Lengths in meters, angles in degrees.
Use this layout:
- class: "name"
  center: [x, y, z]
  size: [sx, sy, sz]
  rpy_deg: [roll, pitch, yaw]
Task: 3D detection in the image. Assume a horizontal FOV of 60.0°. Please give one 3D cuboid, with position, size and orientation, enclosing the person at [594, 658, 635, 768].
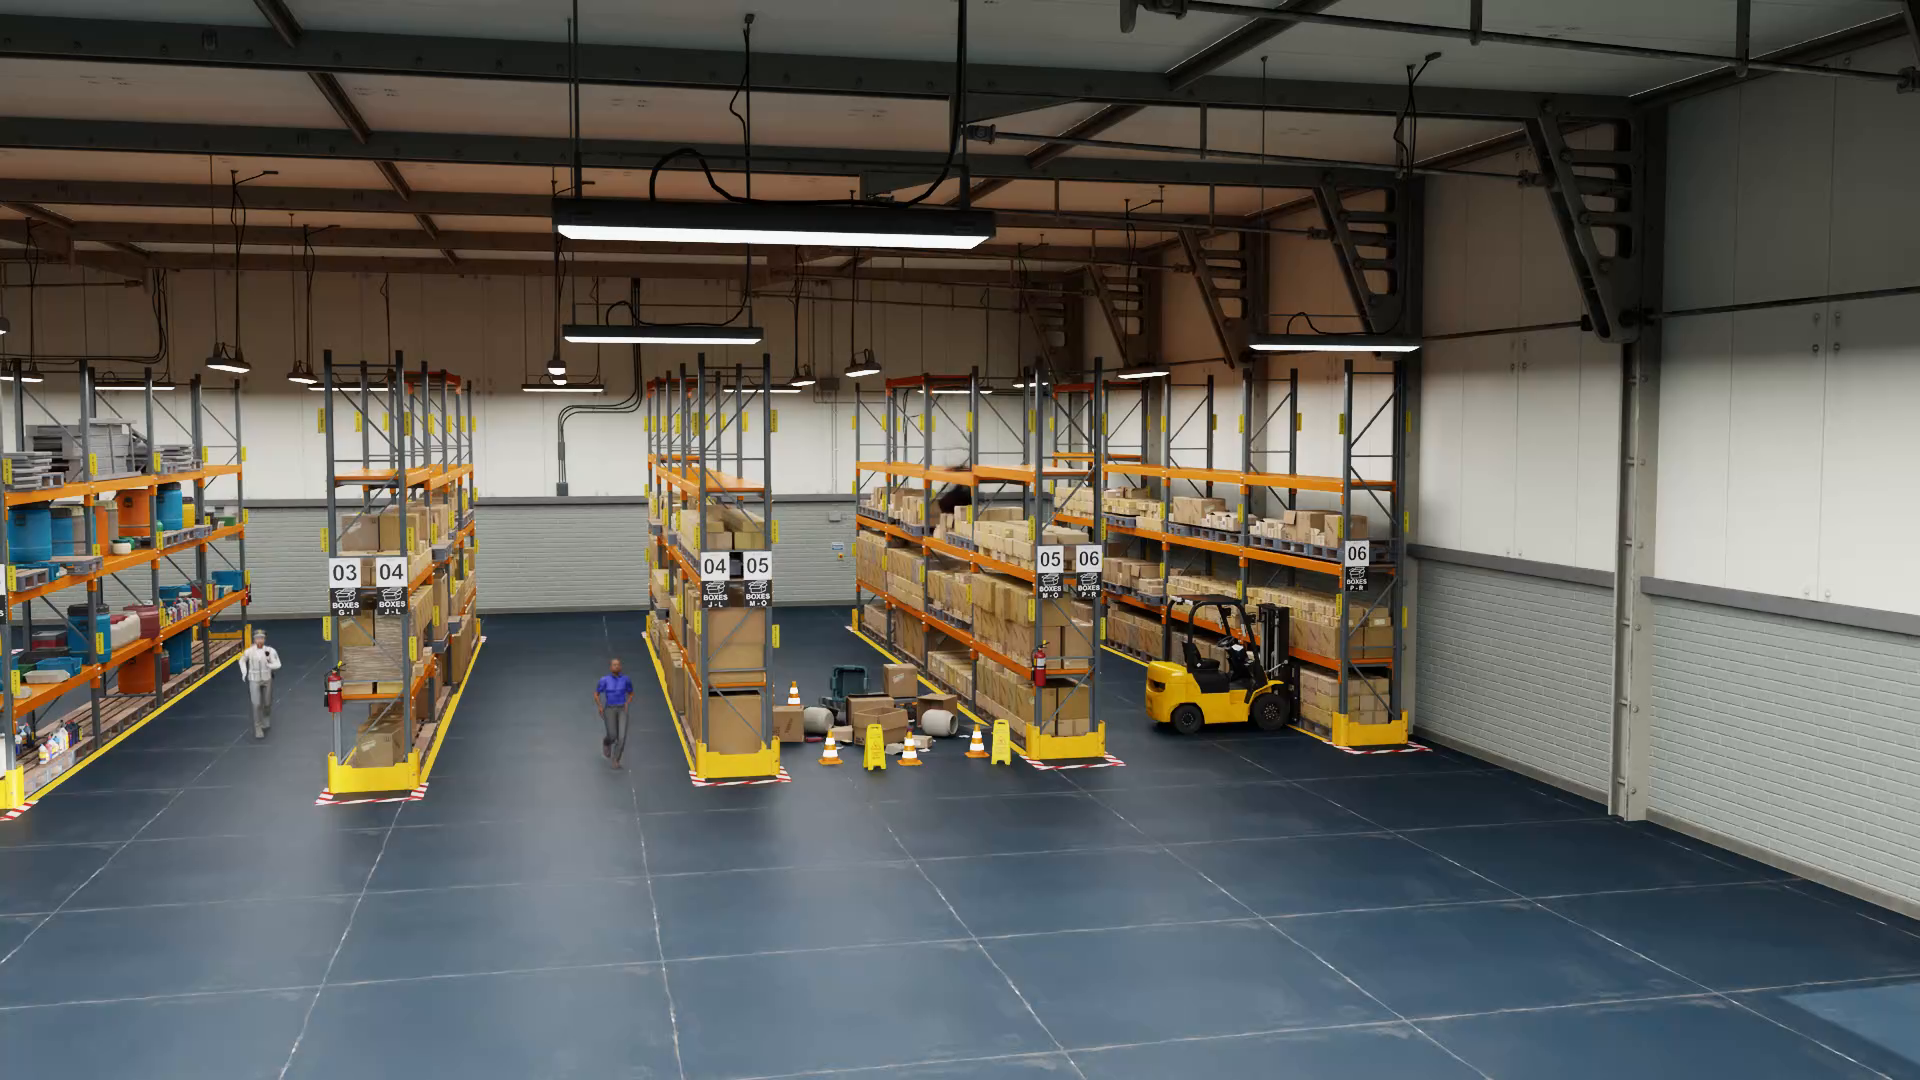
- class: "person"
  center: [-5.013, 2.516, 24.228]
  size: [0.574, 1.603, 0.561]
  rpy_deg: [-2, 4, -23]

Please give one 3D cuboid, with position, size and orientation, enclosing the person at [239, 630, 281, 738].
- class: "person"
  center: [-11.244, 2.276, 26.747]
  size: [0.611, 1.676, 0.906]
  rpy_deg: [-2, 4, -25]
